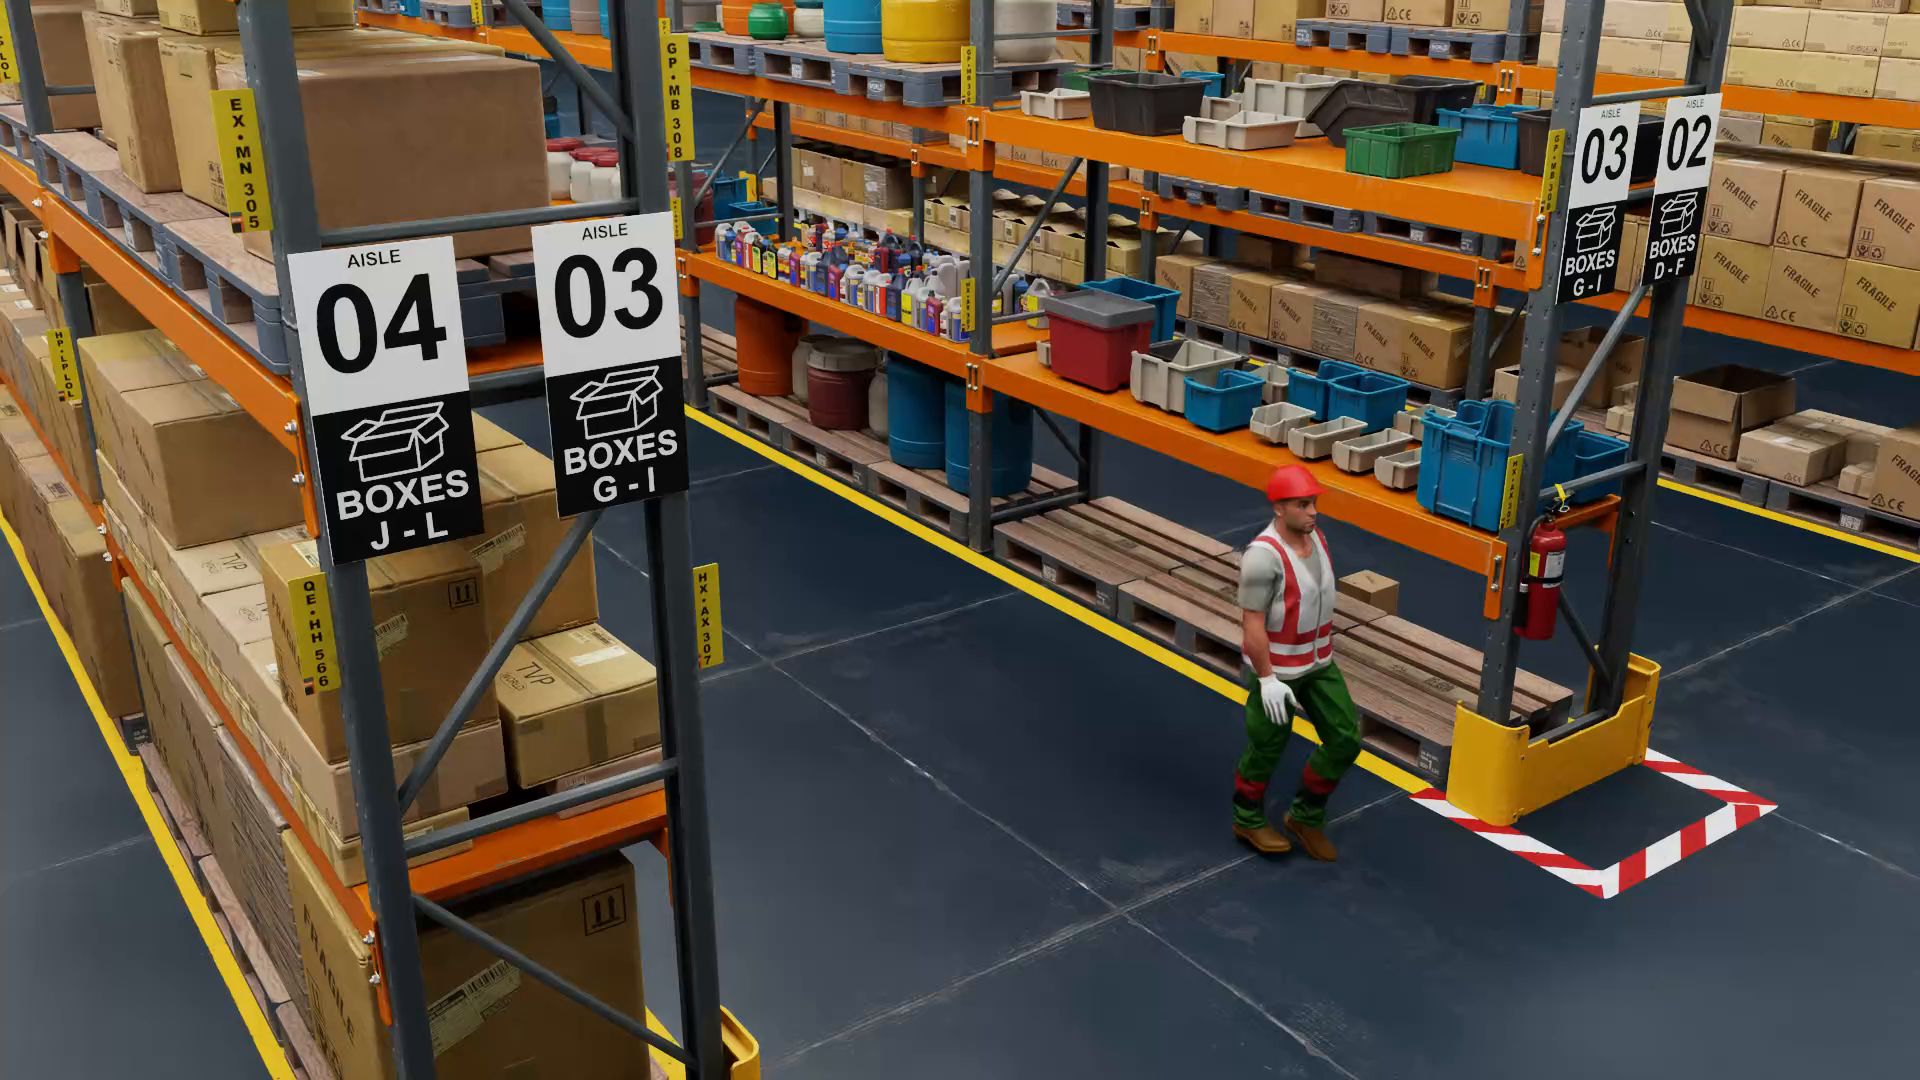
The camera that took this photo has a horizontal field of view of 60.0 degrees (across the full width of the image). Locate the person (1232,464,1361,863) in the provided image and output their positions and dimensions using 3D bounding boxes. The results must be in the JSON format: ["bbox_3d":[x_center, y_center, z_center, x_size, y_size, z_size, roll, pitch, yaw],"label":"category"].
[{"bbox_3d":[1.434,0.567,7.078,0.598,1.834,0.504,-17,27,-37],"label":"person"}]
